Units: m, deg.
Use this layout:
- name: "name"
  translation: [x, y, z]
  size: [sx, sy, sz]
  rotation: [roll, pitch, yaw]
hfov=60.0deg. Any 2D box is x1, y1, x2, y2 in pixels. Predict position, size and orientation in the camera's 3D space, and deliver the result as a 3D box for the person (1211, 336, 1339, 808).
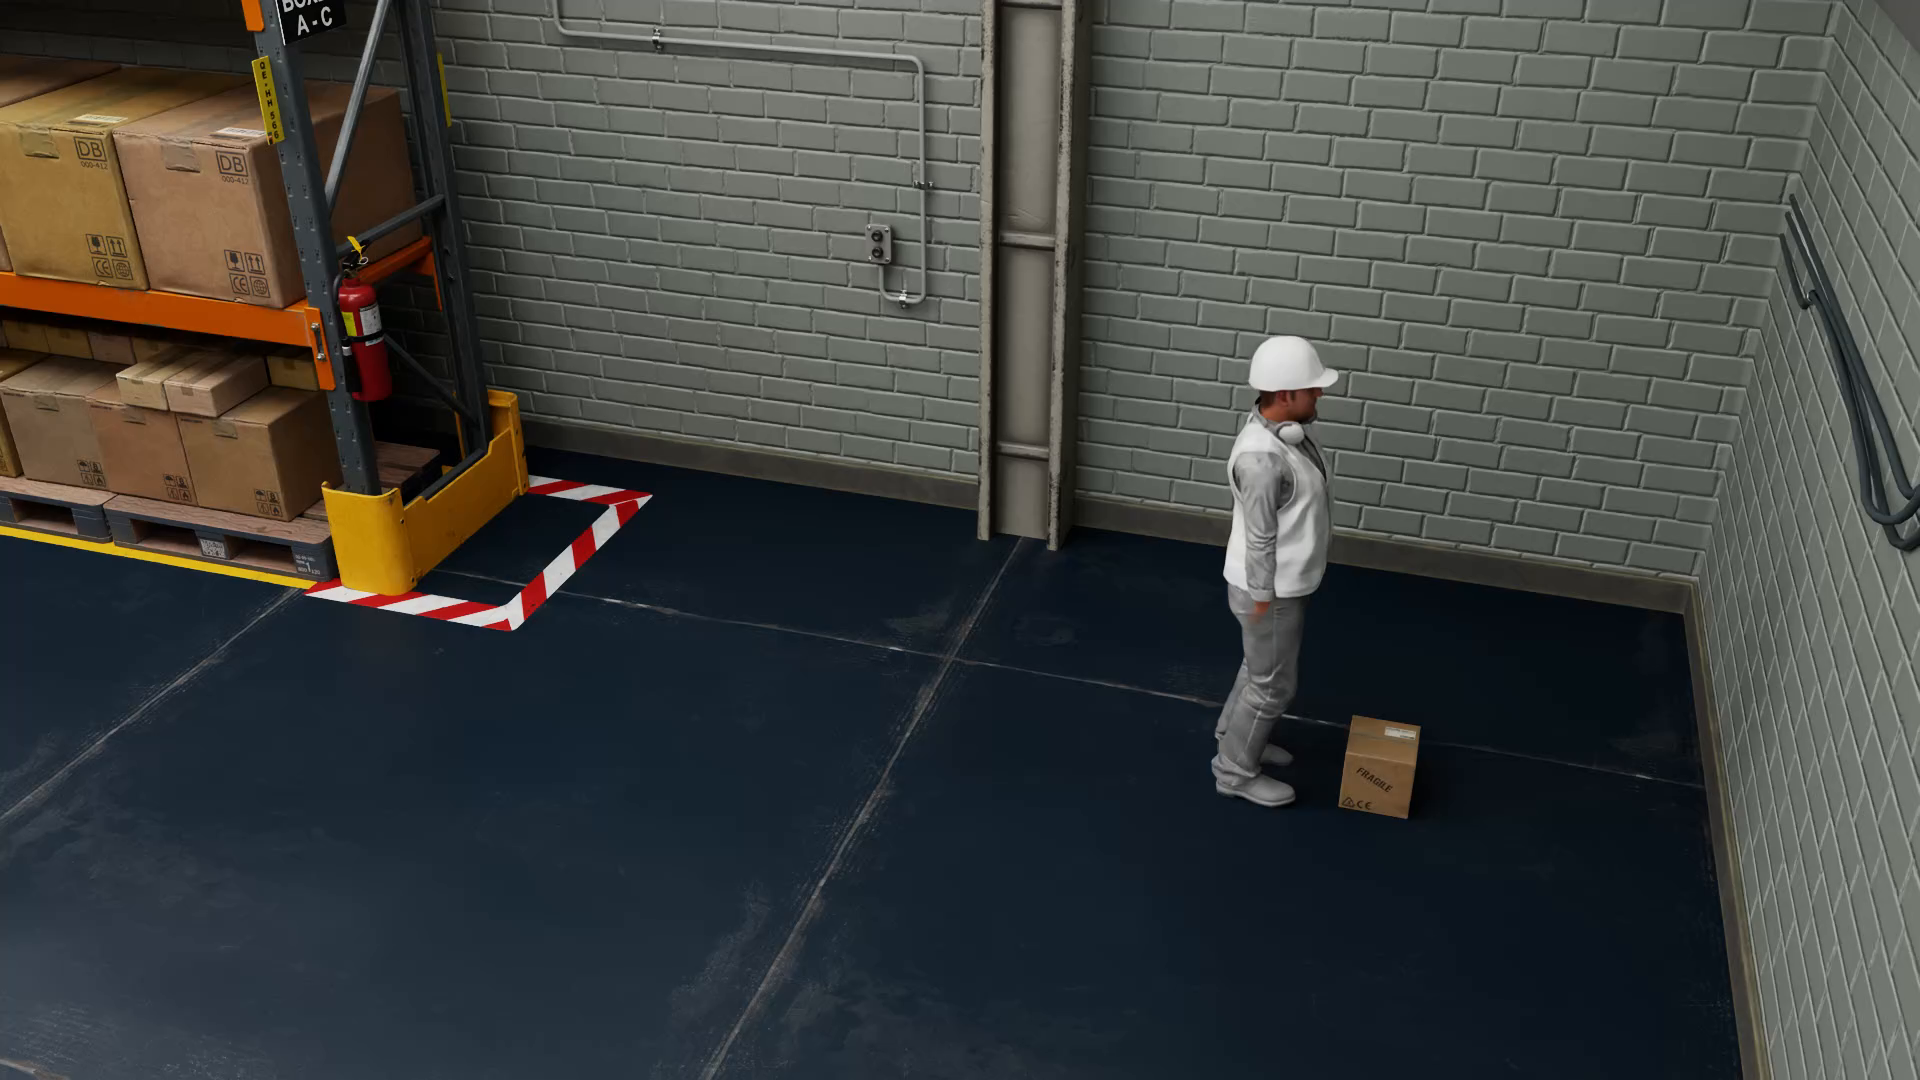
- name: "person"
  translation: [1.121, 0.118, 5.923]
  size: [0.361, 1.787, 0.532]
  rotation: [9, 30, 16]
